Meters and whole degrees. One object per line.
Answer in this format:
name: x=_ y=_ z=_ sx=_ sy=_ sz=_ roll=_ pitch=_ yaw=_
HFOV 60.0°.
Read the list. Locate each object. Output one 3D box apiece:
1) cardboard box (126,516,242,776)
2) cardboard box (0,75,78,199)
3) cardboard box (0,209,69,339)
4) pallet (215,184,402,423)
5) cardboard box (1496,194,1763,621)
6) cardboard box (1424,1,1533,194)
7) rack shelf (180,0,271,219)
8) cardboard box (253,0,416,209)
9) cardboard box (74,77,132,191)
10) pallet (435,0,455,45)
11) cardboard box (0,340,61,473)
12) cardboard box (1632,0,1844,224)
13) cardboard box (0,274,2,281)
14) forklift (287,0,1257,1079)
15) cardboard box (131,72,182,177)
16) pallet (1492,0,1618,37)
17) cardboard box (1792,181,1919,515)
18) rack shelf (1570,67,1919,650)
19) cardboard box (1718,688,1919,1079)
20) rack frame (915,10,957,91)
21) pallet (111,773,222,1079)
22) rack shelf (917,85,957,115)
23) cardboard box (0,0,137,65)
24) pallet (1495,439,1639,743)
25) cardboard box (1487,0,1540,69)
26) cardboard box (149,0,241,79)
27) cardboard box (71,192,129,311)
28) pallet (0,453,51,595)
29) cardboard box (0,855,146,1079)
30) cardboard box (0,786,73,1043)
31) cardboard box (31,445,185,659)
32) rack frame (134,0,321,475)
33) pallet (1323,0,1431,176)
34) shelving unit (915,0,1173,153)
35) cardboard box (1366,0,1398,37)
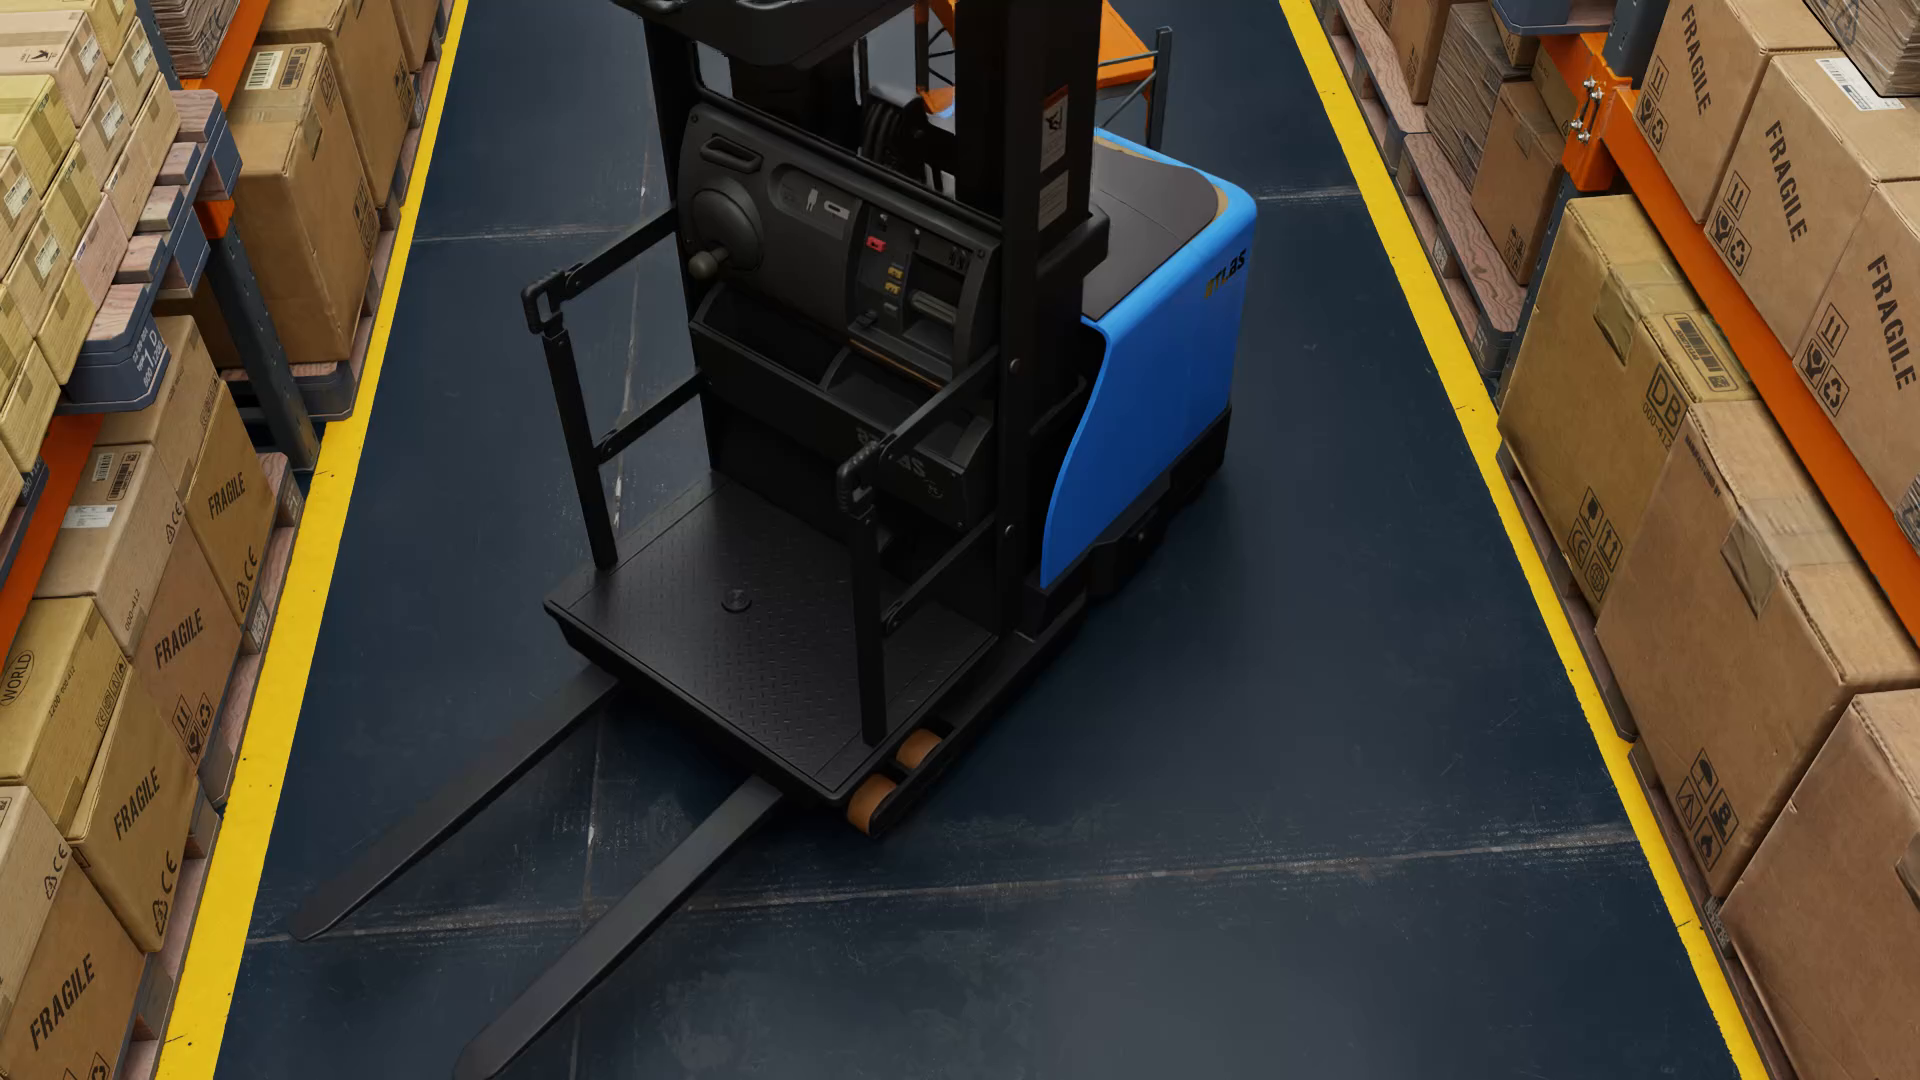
cardboard box: x=-2.266 y=0.286 z=4.345 sx=0.500 sy=0.500 sz=0.500 roll=-2 pitch=47 yaw=-2
cardboard box: x=-2.083 y=-0.830 z=3.444 sx=0.380 sy=0.149 sz=0.250 roll=-2 pitch=47 yaw=-2
cardboard box: x=-2.058 y=-0.531 z=3.366 sx=0.380 sy=0.149 sz=0.250 roll=-3 pitch=47 yaw=-3
pallet: x=-2.613 y=-0.881 z=5.939 sx=1.003 sy=0.211 sz=1.213 roll=-3 pitch=47 yaw=-3
cardboard box: x=2.366 y=-0.407 z=4.743 sx=1.225 sy=0.875 sz=0.875 roll=-5 pitch=47 yaw=-5
cardboard box: x=2.194 y=-1.669 z=6.184 sx=0.700 sy=0.500 sz=0.500 roll=-7 pitch=47 yaw=-7
rack shelf: x=-2.789 y=-2.465 z=6.014 sx=1.077 sy=0.370 sz=4.000 roll=-3 pitch=47 yaw=-3
cardboard box: x=-2.660 y=-1.714 z=6.068 sx=1.050 sy=0.750 sz=0.750 roll=-3 pitch=47 yaw=-3
cardboard box: x=-2.103 y=-0.903 z=3.718 sx=0.380 sy=0.149 sz=0.250 roll=-2 pitch=47 yaw=-2
pallet: x=-2.817 y=-2.647 z=7.611 sx=1.003 sy=0.211 sz=1.213 roll=-3 pitch=47 yaw=-3
cardboard box: x=-2.040 y=-0.253 z=3.308 sx=0.380 sy=0.149 sz=0.250 roll=-5 pitch=47 yaw=-5
cardboard box: x=2.099 y=-1.160 z=4.214 sx=0.500 sy=0.500 sz=0.500 roll=-2 pitch=47 yaw=-2
cardboard box: x=-2.043 y=-0.462 z=3.096 sx=0.380 sy=0.149 sz=0.250 roll=-3 pitch=47 yaw=-3
forklift: x=-0.444 y=-0.623 z=3.822 sx=1.130 sy=2.935 sz=3.031 roll=30 pitch=53 yaw=25
cardboard box: x=-2.122 y=-0.994 z=4.009 sx=0.380 sy=0.149 sz=0.250 roll=-3 pitch=47 yaw=-3
pallet: x=2.164 y=-1.937 z=5.150 sx=1.213 sy=0.211 sz=1.003 roll=-3 pitch=47 yaw=-3
cardboard box: x=2.191 y=-0.416 z=3.509 sx=0.500 sy=0.500 sz=0.500 roll=-4 pitch=47 yaw=-4
rack shelf: x=2.497 y=0.201 z=3.489 sx=1.077 sy=0.370 sz=4.000 roll=-3 pitch=47 yaw=-3
cardboard box: x=2.515 y=0.878 z=3.526 sx=1.225 sy=0.875 sz=0.875 roll=-5 pitch=47 yaw=-5
rack frame: x=0.077 y=-1.850 z=6.228 sx=0.500 sy=1.125 sz=0.032 roll=-15 pitch=48 yaw=-14
pallet: x=-2.459 y=1.140 z=4.025 sx=1.003 sy=0.211 sz=1.213 roll=-3 pitch=47 yaw=-3
rack shelf: x=0.253 y=-1.336 z=6.077 sx=0.538 sy=0.278 sz=1.000 roll=-15 pitch=48 yaw=-14
cardboard box: x=-2.124 y=-1.201 z=3.796 sx=0.380 sy=0.149 sz=0.250 roll=-5 pitch=47 yaw=-5
pallet: x=2.320 y=0.040 z=5.066 sx=1.003 sy=0.211 sz=1.213 roll=-3 pitch=47 yaw=-3
cardboard box: x=2.189 y=-1.909 z=5.894 sx=0.500 sy=0.250 sz=0.500 roll=1 pitch=47 yaw=1
cardboard box: x=-2.390 y=-1.641 z=4.669 sx=0.500 sy=0.500 sz=0.500 roll=-3 pitch=47 yaw=-3
cardboard box: x=-2.081 y=-0.628 z=3.663 sx=0.380 sy=0.149 sz=0.250 roll=-3 pitch=47 yaw=-3
pallet: x=-2.415 y=0.231 z=3.098 sx=1.003 sy=0.211 sz=1.213 roll=-3 pitch=47 yaw=-3
cardboard box: x=-2.188 y=1.032 z=3.639 sx=0.500 sy=0.500 sz=0.500 roll=-3 pitch=47 yaw=-3
cardboard box: x=-2.171 y=0.781 z=3.360 sx=0.500 sy=0.250 sz=0.500 roll=-2 pitch=47 yaw=-2
cardboard box: x=-2.250 y=0.036 z=4.066 sx=0.500 sy=0.250 sz=0.500 roll=-3 pitch=47 yaw=-3
rack frame: x=-2.622 y=-1.265 z=4.382 sx=1.000 sy=3.000 sz=0.127 roll=-3 pitch=47 yaw=-3
pallet: x=2.166 y=-1.981 z=6.981 sx=1.003 sy=0.211 sz=1.213 roll=-3 pitch=47 yaw=-3
shelving unit: x=0.253 y=-1.504 z=5.900 sx=0.538 sy=1.125 sz=1.048 roll=-15 pitch=48 yaw=-14
cardboard box: x=2.093 y=-2.483 z=6.954 sx=0.700 sy=0.500 sz=0.500 roll=-7 pitch=47 yaw=-7
